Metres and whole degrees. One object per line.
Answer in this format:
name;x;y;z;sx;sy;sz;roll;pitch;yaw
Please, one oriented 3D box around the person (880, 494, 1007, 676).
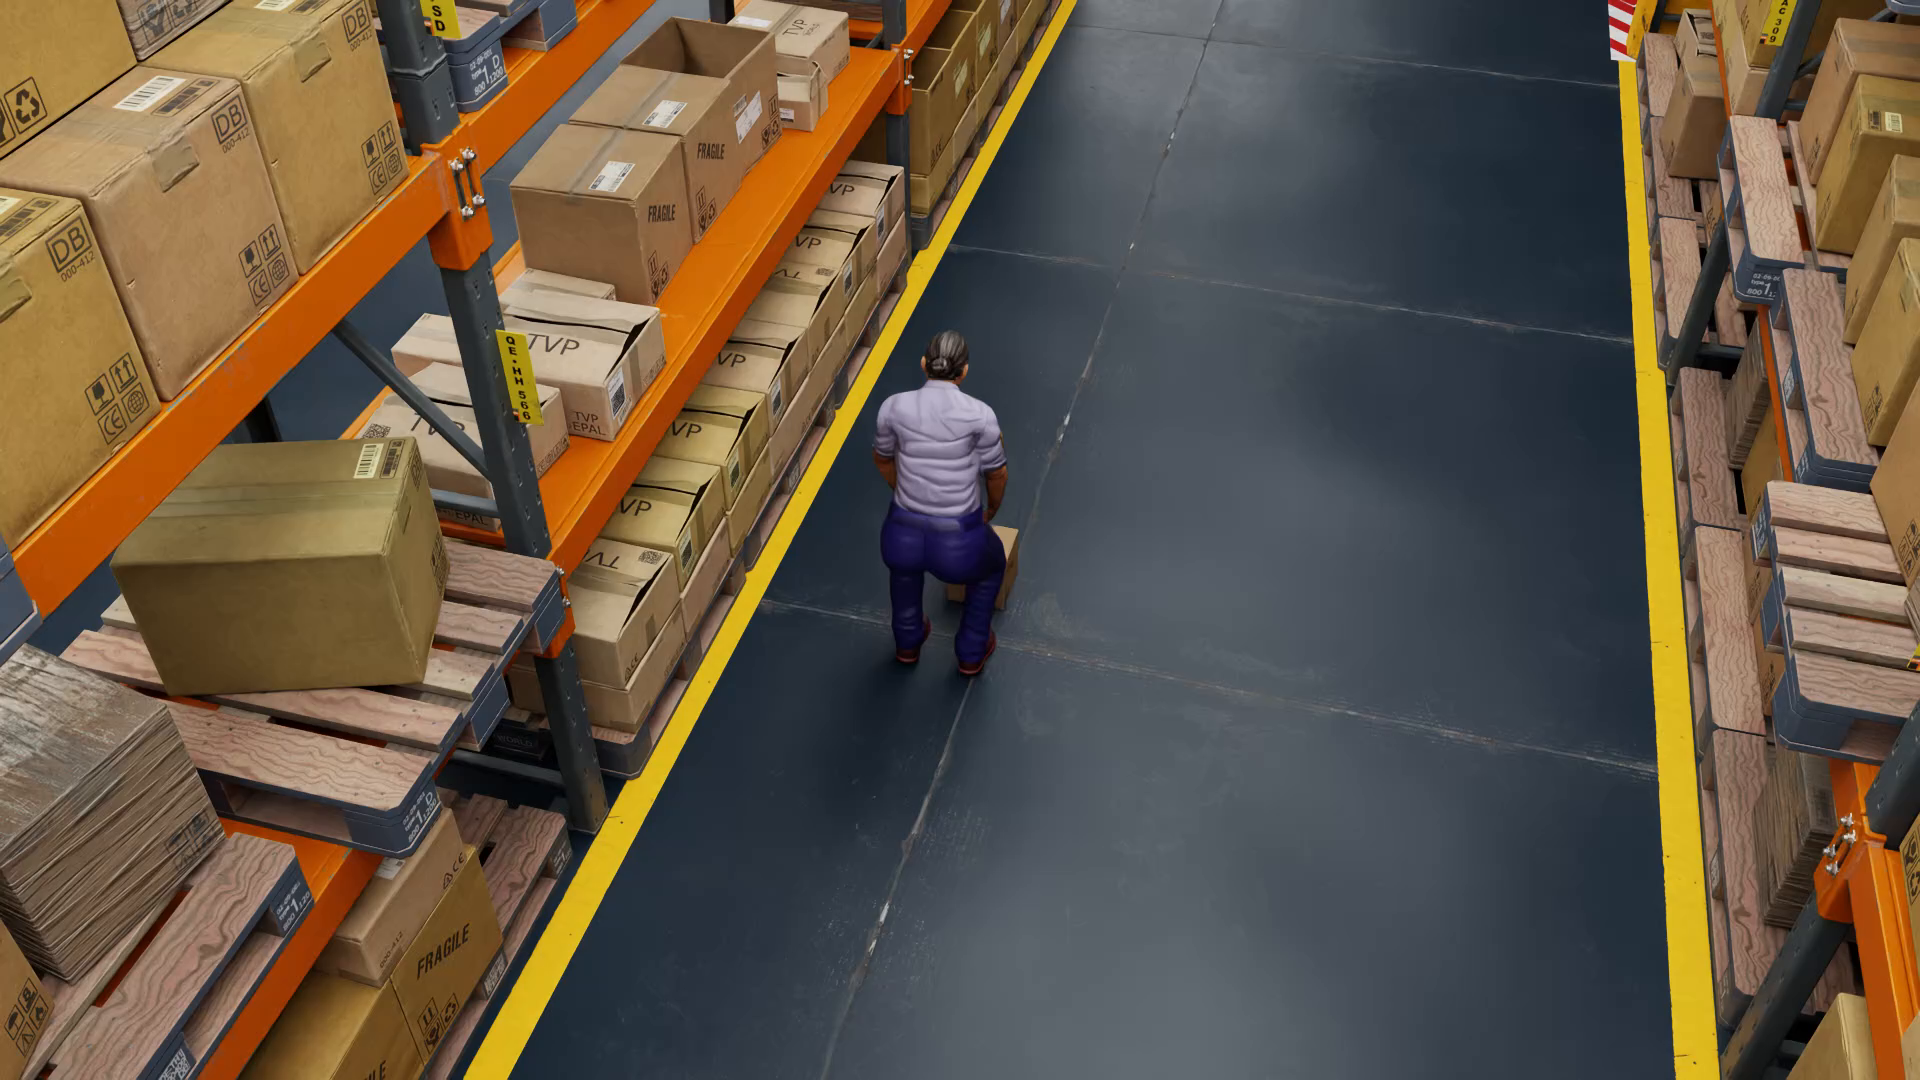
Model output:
person;-0.094;0.149;6.569;0.486;0.909;0.498;10;42;11
